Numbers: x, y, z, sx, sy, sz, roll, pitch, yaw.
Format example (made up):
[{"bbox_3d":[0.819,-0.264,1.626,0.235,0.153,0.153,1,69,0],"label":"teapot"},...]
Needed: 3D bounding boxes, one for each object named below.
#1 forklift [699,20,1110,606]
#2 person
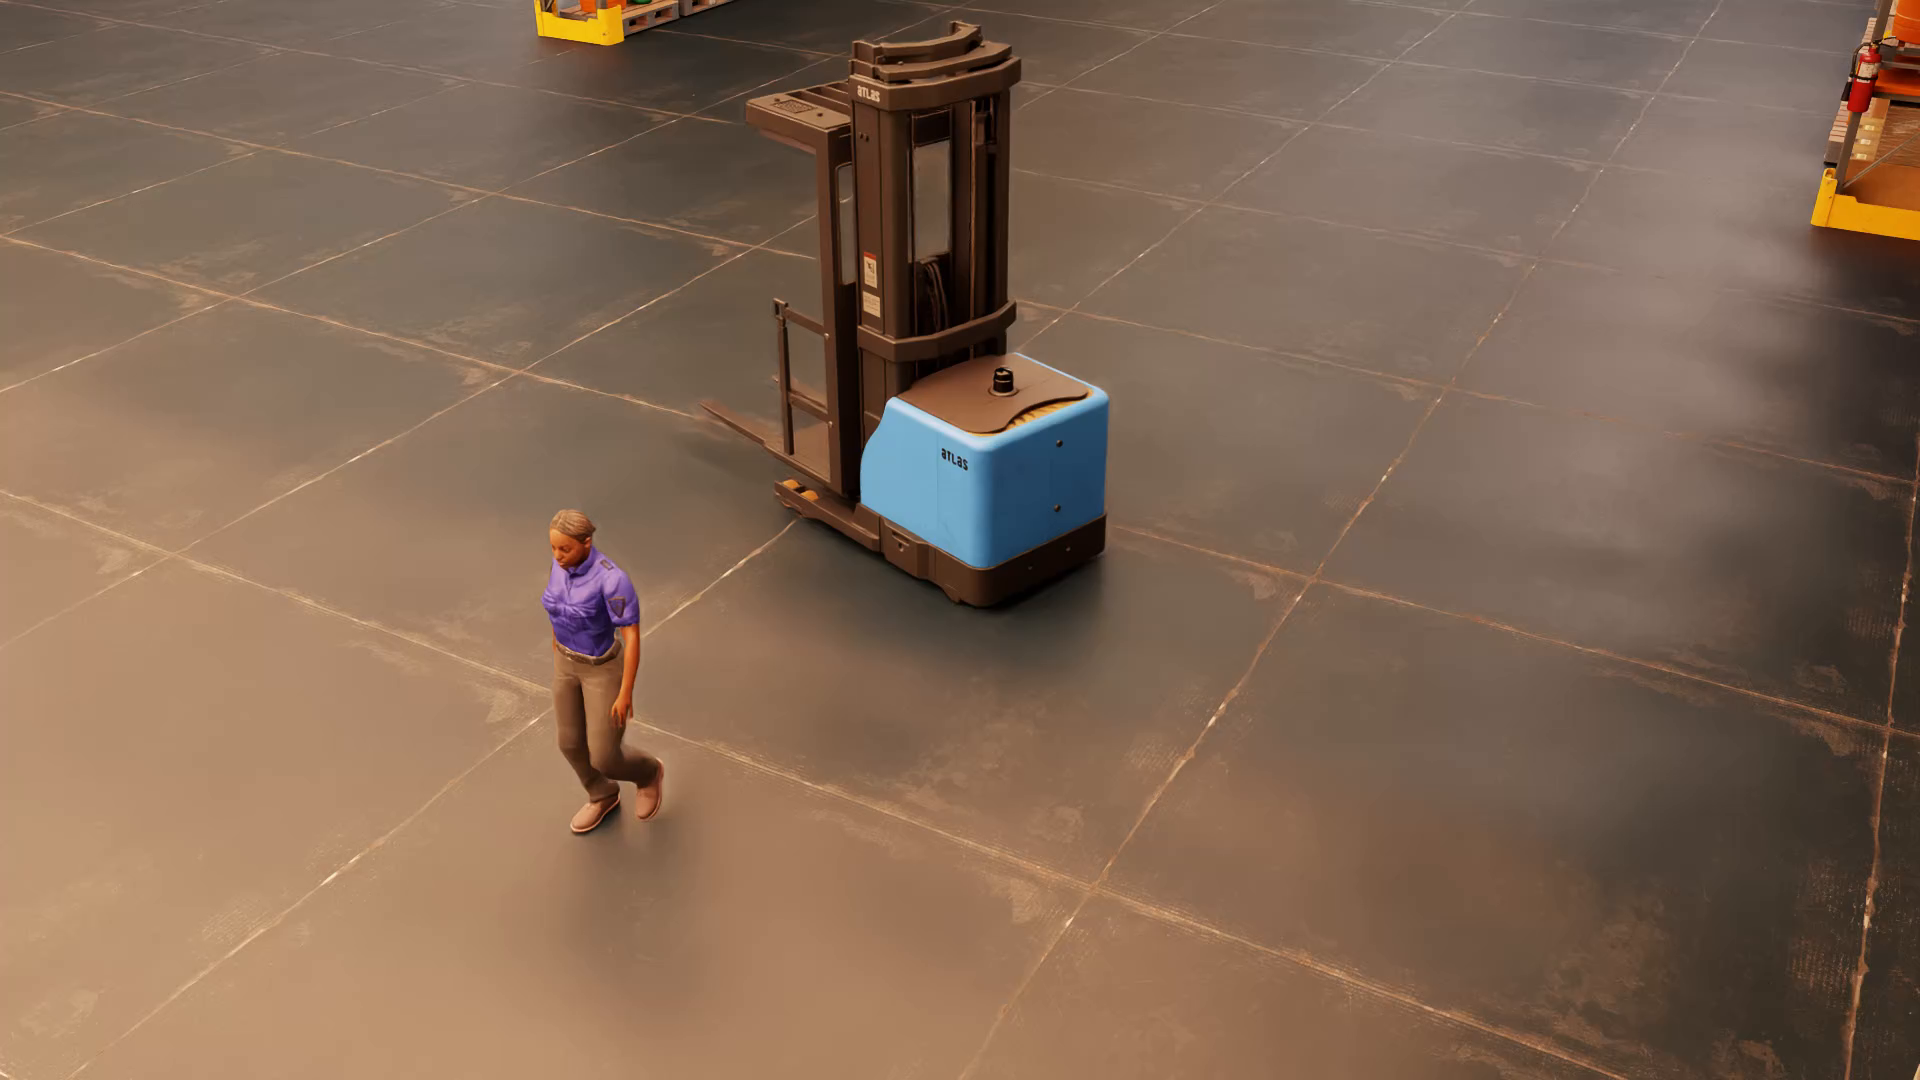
[{"bbox_3d":[-0.501,-1.555,9.765,1.130,2.935,3.031,-24,38,-35],"label":"forklift"},{"bbox_3d":[-1.624,0.588,7.350,0.629,1.640,0.463,16,34,26],"label":"person"}]
